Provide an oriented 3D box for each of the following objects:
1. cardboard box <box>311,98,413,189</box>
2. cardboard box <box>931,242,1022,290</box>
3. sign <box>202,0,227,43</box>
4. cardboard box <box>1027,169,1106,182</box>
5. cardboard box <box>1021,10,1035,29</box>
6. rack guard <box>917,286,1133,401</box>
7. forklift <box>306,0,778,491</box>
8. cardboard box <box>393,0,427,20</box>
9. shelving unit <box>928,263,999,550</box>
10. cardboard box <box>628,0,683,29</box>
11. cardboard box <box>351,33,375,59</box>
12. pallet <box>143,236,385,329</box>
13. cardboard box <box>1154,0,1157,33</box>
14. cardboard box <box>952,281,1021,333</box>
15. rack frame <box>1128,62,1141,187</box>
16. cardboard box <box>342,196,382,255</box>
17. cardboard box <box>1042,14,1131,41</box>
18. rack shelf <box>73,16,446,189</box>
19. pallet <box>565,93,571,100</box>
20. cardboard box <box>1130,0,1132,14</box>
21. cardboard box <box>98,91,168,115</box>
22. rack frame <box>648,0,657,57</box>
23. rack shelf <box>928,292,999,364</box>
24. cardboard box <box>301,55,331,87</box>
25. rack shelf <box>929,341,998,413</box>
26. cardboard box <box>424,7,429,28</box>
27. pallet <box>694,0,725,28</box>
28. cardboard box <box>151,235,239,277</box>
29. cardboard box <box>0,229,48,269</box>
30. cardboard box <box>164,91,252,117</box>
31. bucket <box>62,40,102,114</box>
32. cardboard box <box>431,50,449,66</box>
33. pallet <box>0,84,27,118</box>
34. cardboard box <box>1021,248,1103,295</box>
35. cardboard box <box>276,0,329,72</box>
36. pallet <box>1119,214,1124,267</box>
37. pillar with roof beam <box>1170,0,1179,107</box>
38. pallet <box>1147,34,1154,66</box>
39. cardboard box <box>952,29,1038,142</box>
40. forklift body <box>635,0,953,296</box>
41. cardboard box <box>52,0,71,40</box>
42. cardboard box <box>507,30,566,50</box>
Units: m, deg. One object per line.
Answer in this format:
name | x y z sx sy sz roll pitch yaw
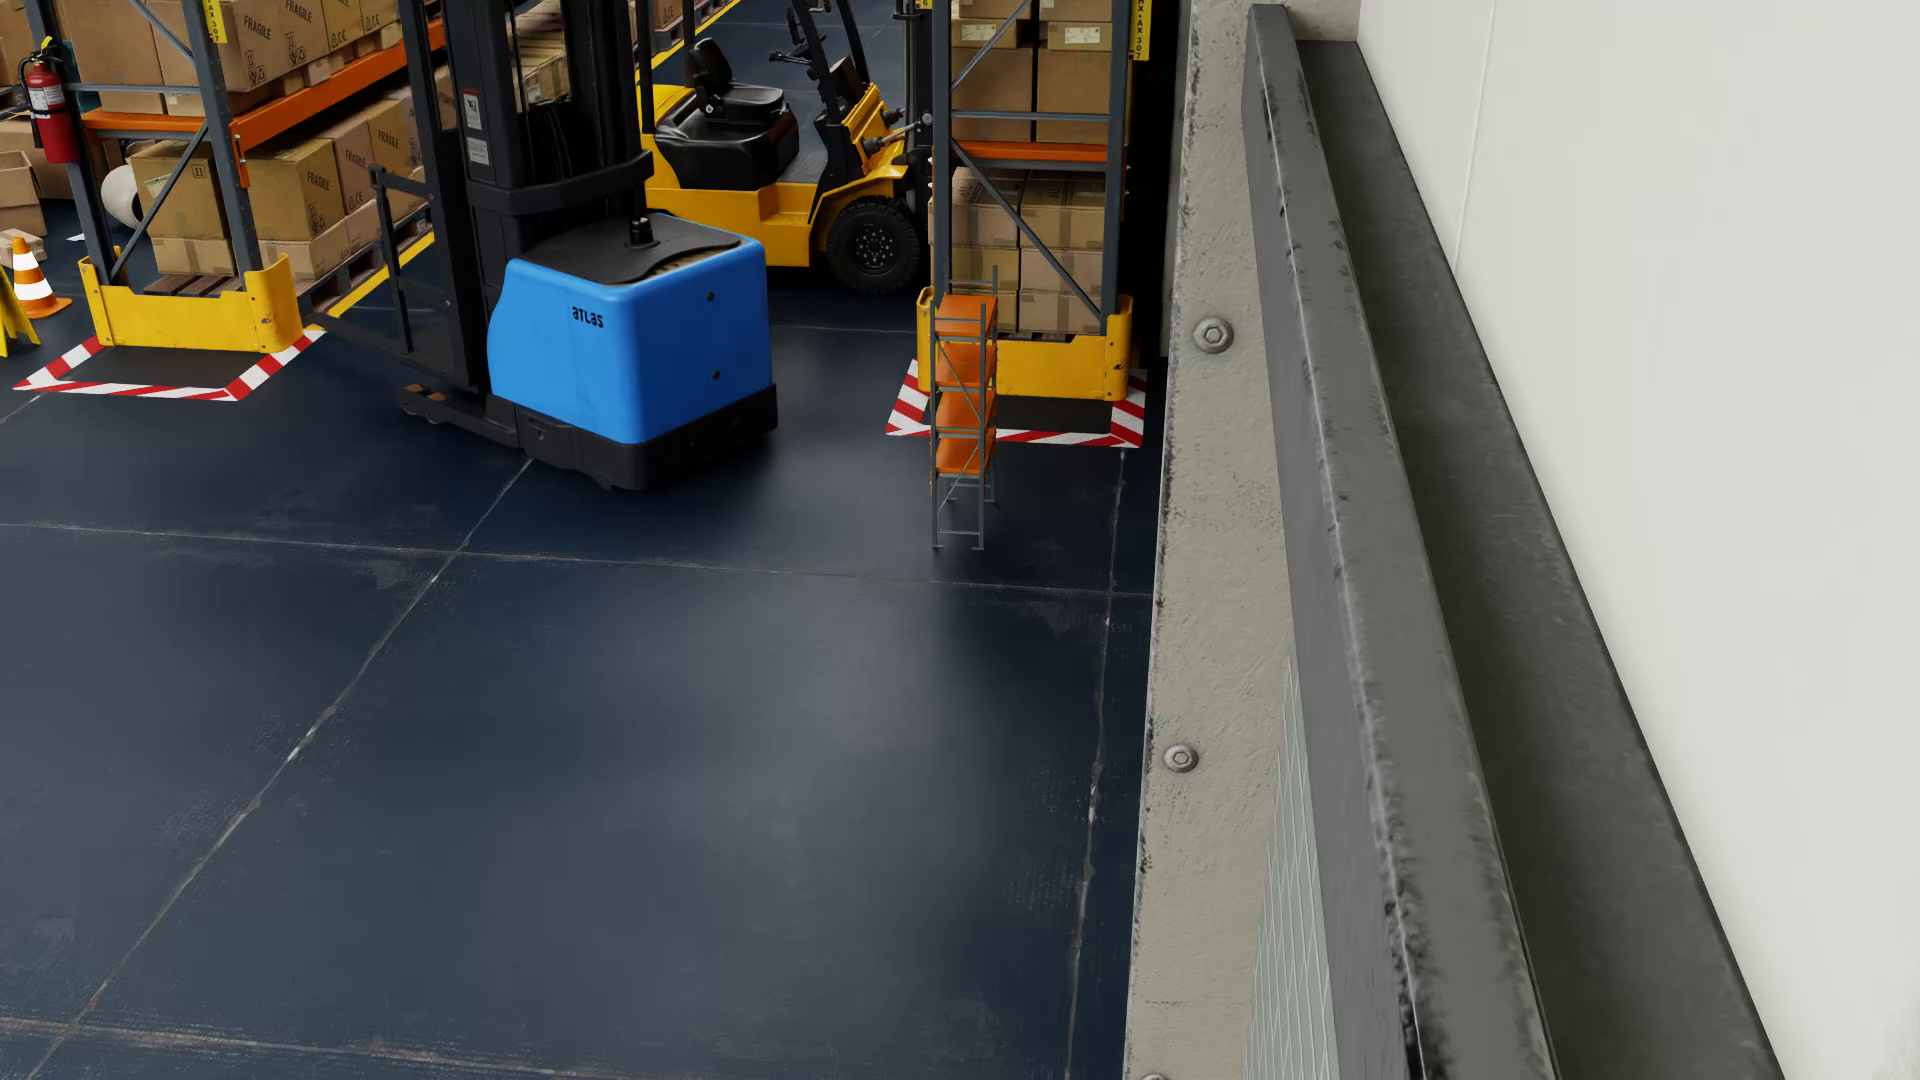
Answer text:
cardboard box | -4.061 -2.657 11.184 0.500 0.500 0.500 4 29 7
cardboard box | 0.110 -1.650 9.580 0.500 0.250 0.500 3 28 6
sign | -4.027 -2.845 8.955 0.100 0.325 0.005 3 28 6
cardboard box | 0.665 -2.074 9.839 0.500 0.250 0.500 3 28 6
cardboard box | 0.220 -2.958 9.289 0.380 0.149 0.250 4 29 7
rack guard | 0.358 -1.097 9.259 1.175 0.500 0.348 3 28 6
forklift | -2.425 -2.084 8.529 3.031 2.935 1.130 20 34 33
cardboard box | -3.999 -3.842 11.300 0.500 0.500 0.500 4 29 8
shelving unit | 0.020 -0.606 7.610 0.258 1.200 0.503 3 28 6
cardboard box | -3.419 -5.831 17.208 0.875 0.875 0.875 3 28 6
cardboard box | -4.080 -3.263 10.909 0.380 0.149 0.250 3 28 5
pallet | -4.422 -1.684 10.653 1.003 0.211 1.213 3 28 6
cardboard box | 1.750 -5.471 16.935 0.500 0.500 0.500 3 29 6
cardboard box | 0.105 -1.422 9.684 0.500 0.250 0.500 4 29 7
rack frame | 0.851 -4.091 12.182 1.000 3.000 0.127 3 28 6
cardboard box | -4.123 -2.073 10.892 0.500 0.250 0.500 4 29 8
cardboard box | 0.739 -2.716 9.524 0.500 0.500 0.500 4 29 8
rack shelf | -4.321 -3.120 11.137 1.077 0.370 4.000 3 28 6
pallet | -3.835 -4.093 15.125 1.003 0.211 1.213 3 28 6
cardboard box | 0.858 -3.157 9.658 0.380 0.149 0.250 4 29 7
cardboard box | -4.732 -2.573 9.628 0.380 0.149 0.250 4 29 8
rack frame | -3.586 -6.261 16.209 1.000 3.000 0.127 3 28 6
rack shelf | 0.020 -0.952 7.424 0.258 0.148 0.480 3 28 6
cardboard box | -4.112 -2.889 10.215 0.380 0.149 0.250 4 29 7
rack shelf | 0.020 -0.744 7.536 0.258 0.148 0.480 3 28 6
cardboard box | -3.934 -3.620 11.572 0.380 0.149 0.250 3 28 5
pallet | -3.262 -5.973 18.614 1.003 0.211 1.213 3 28 6
cardboard box | -4.731 -1.877 10.528 0.500 0.250 0.500 3 28 6
cardboard box | -6.410 -1.974 11.258 0.380 0.149 0.250 20 34 32
cardboard box | -4.319 -2.533 9.553 0.380 0.149 0.250 3 29 6
bucket | -6.730 -3.648 13.208 0.726 0.611 0.620 14 21 24
cardboard box | -3.882 -3.389 12.543 0.500 0.500 0.500 3 28 5
pallet | -8.981 -3.758 14.503 1.003 0.211 1.213 3 28 6
cardboard box | 0.624 -1.612 9.509 0.500 0.250 0.500 4 29 7
cardboard box | -4.172 -3.121 9.962 0.500 0.500 0.500 4 29 8
pallet | 0.565 -1.916 11.084 1.003 0.211 1.213 3 28 6
pillar with roof beam | -2.197 -8.199 13.482 9.100 9.000 0.400 3 28 6
pallet | 1.470 -5.096 16.986 1.003 0.211 1.213 3 28 6
cardboard box | 0.160 -2.499 9.121 0.500 0.500 0.500 3 28 5
forklift body | -1.218 -2.833 10.742 2.313 2.155 1.214 3 28 6
cardboard box | -8.779 -5.002 15.802 1.050 0.750 0.750 4 29 7
cardboard box | -3.846 -4.319 14.932 0.950 0.372 0.625 4 29 8
